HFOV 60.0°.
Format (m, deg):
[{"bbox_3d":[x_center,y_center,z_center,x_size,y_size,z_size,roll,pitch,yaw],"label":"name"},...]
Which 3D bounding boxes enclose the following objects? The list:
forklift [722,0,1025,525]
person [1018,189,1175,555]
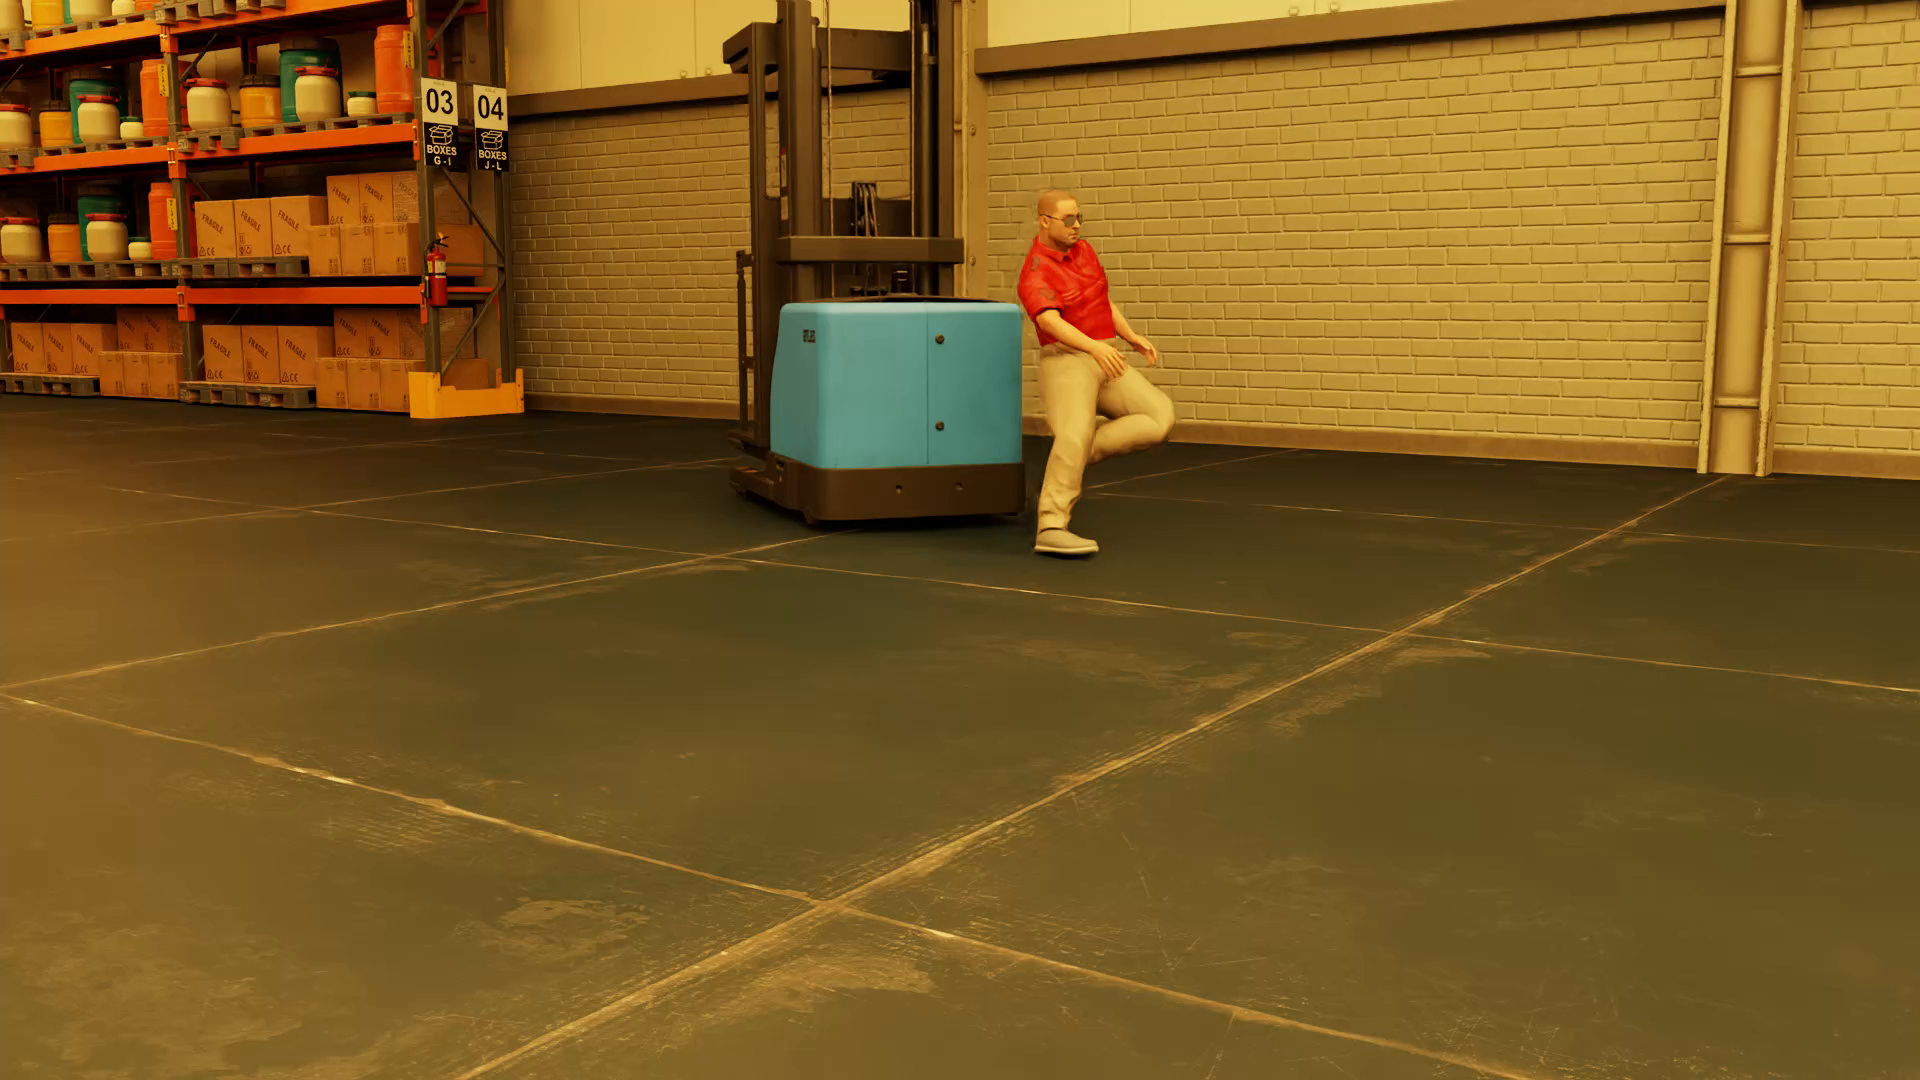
[{"bbox_3d":[-0.656,-1.691,9.085,1.130,2.935,3.031,-3,9,-19],"label":"forklift"},{"bbox_3d":[0.590,-0.754,7.323,0.721,1.562,0.797,8,11,43],"label":"person"}]
